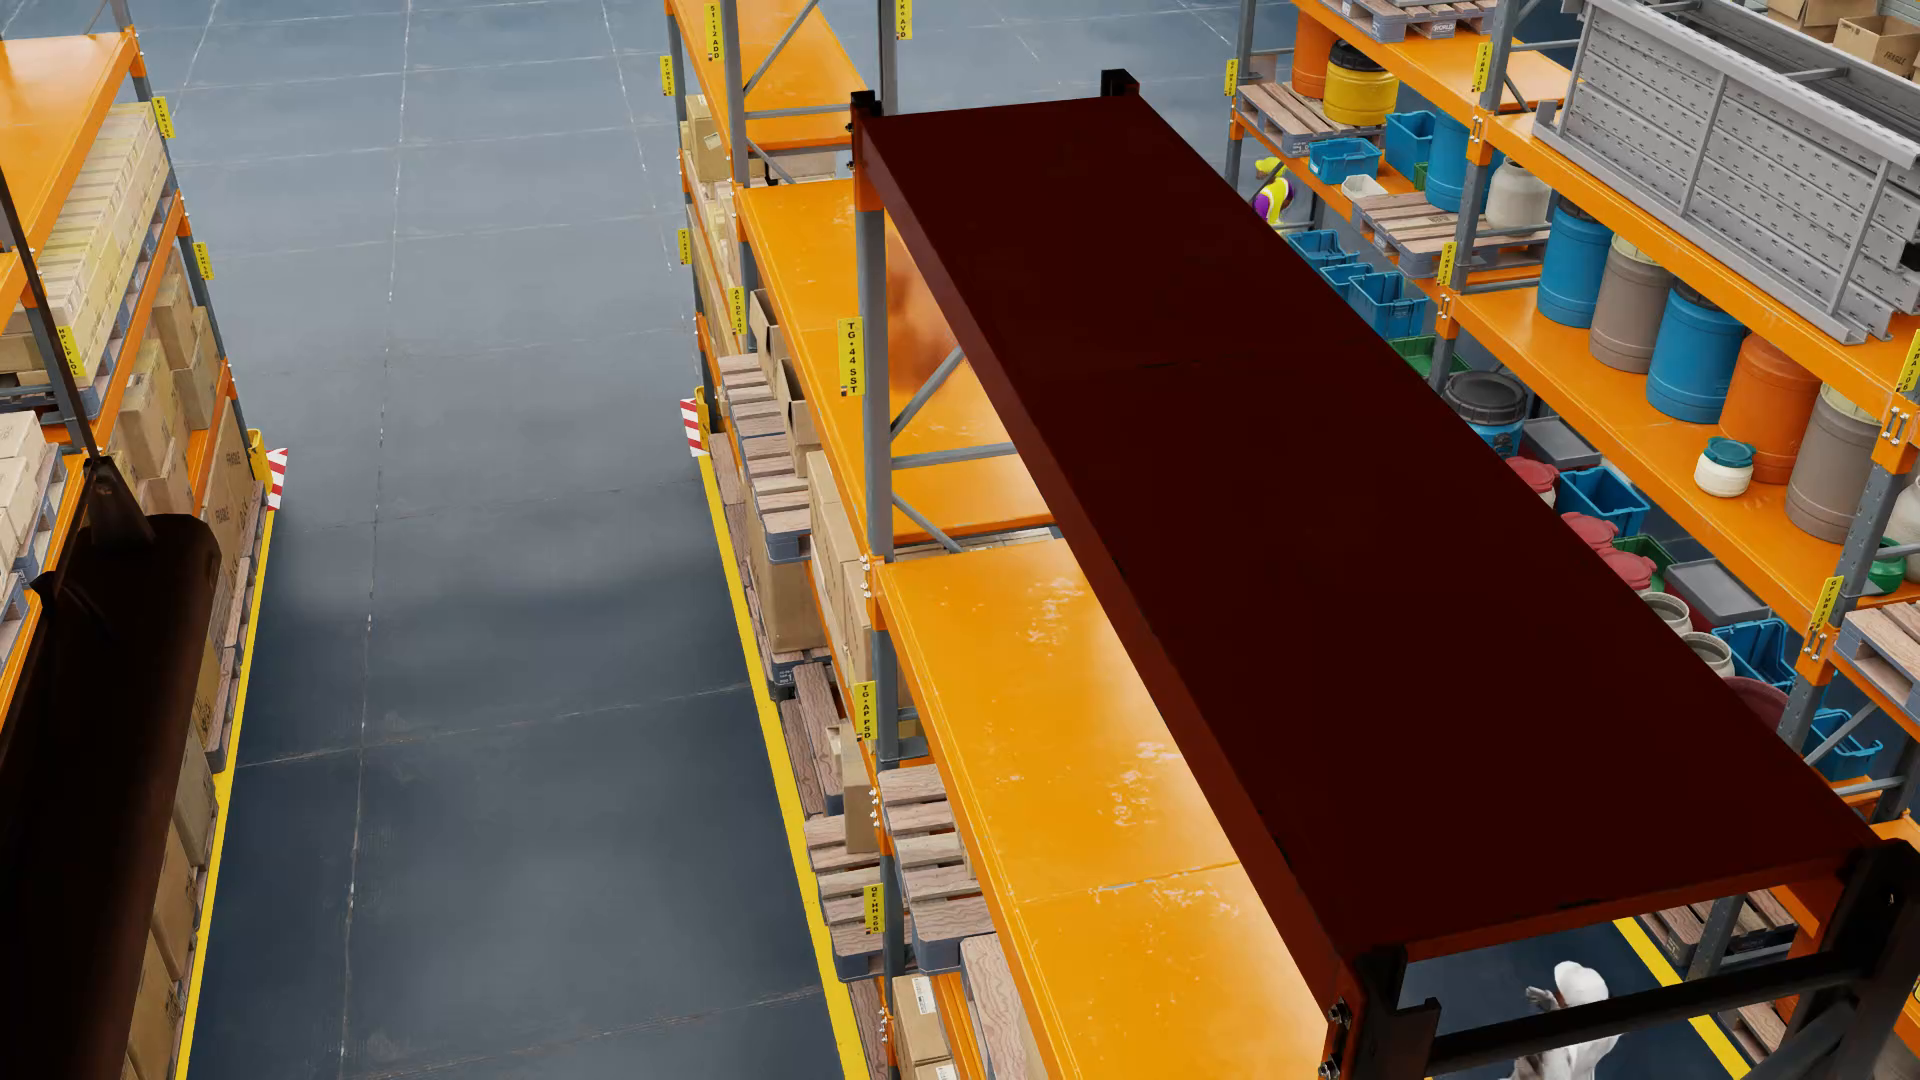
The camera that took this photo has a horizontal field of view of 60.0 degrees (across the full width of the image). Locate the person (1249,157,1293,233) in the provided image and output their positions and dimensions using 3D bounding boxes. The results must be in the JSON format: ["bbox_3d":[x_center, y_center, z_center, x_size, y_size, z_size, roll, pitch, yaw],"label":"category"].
[{"bbox_3d":[3.112,-3.189,17.250,0.585,1.718,0.759,22,40,29],"label":"person"}]

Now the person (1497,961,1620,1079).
[{"bbox_3d":[2.896,2.741,8.149,0.664,1.790,0.780,-13,37,-19],"label":"person"}]

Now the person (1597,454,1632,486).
[{"bbox_3d":[5.316,-0.599,13.385,0.694,1.822,0.876,-7,35,-11],"label":"person"}]
